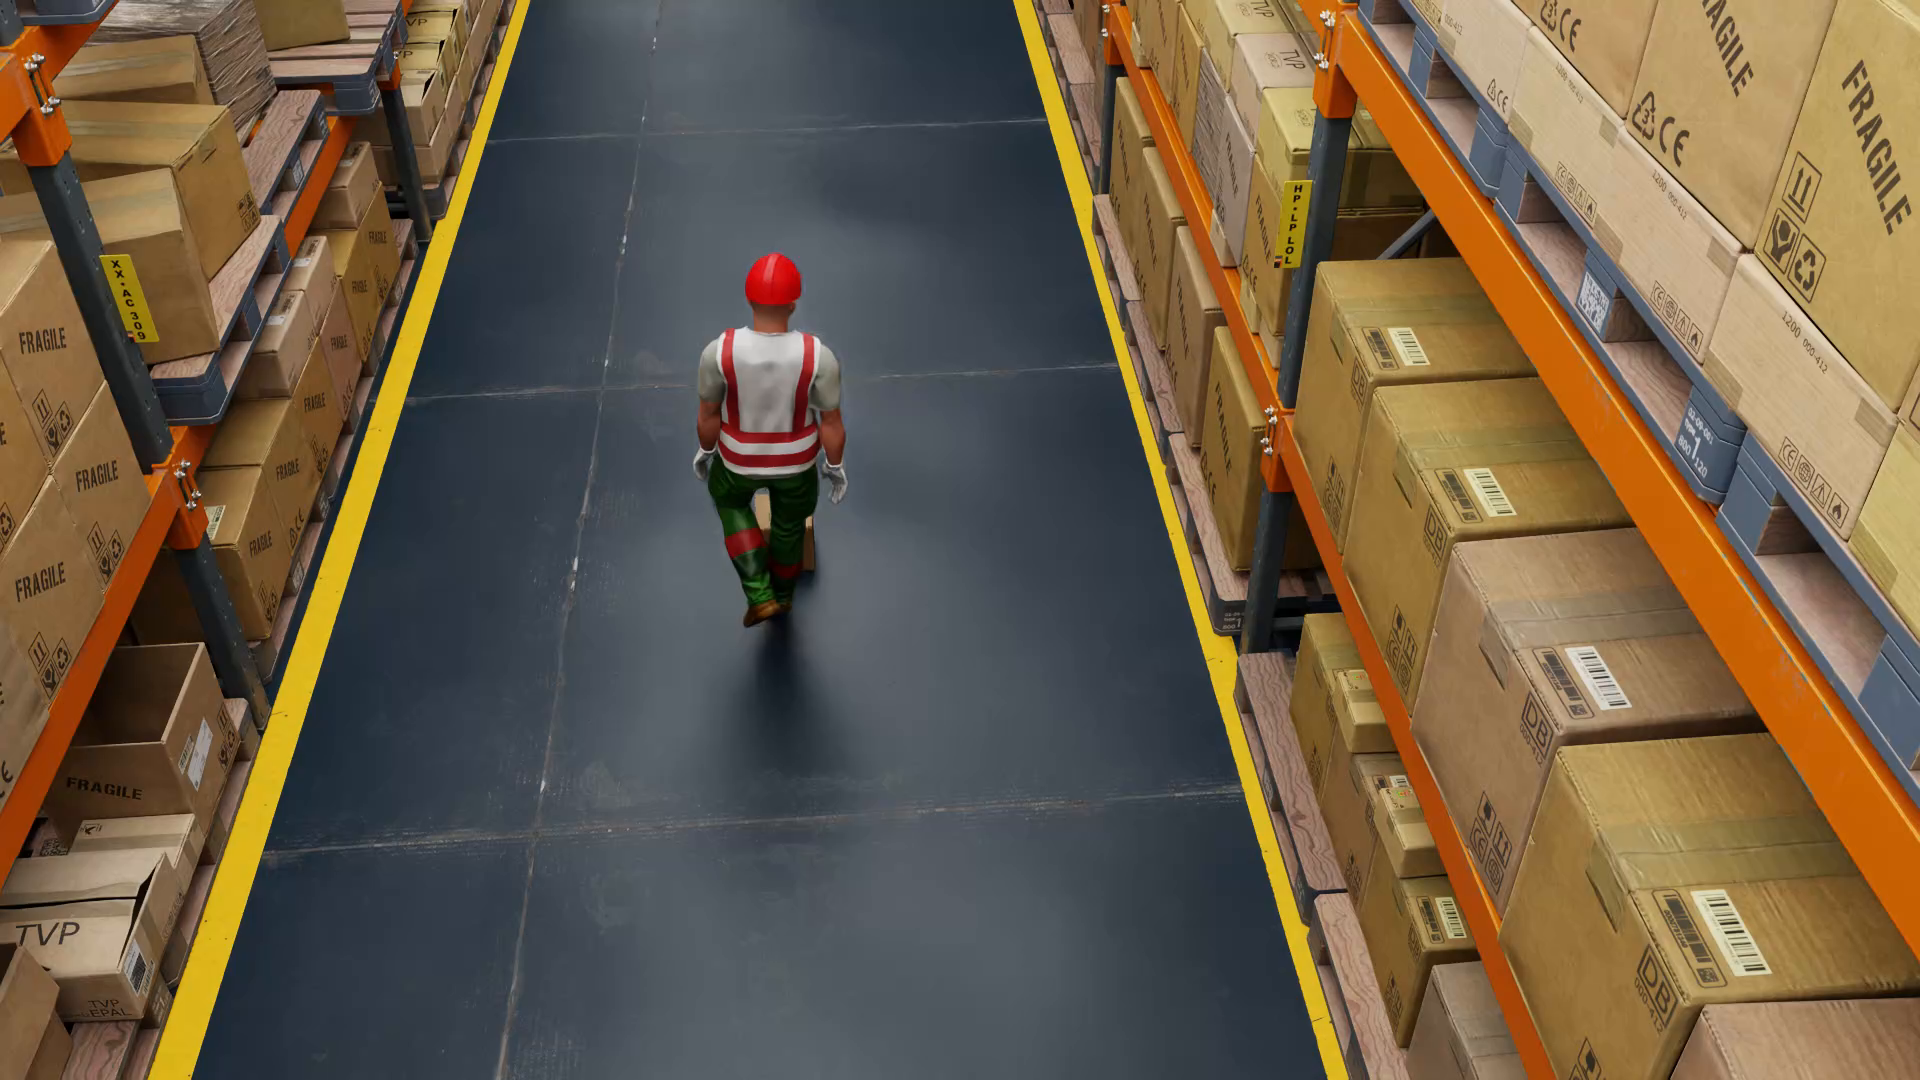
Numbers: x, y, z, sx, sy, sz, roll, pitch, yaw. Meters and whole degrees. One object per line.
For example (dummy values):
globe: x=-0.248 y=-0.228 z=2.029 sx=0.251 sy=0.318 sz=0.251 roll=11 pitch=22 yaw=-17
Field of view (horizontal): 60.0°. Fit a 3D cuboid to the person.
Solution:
person: x=-0.754 y=-0.369 z=6.600 sx=0.607 sy=1.777 sz=0.601 roll=-2 pitch=39 yaw=-3
